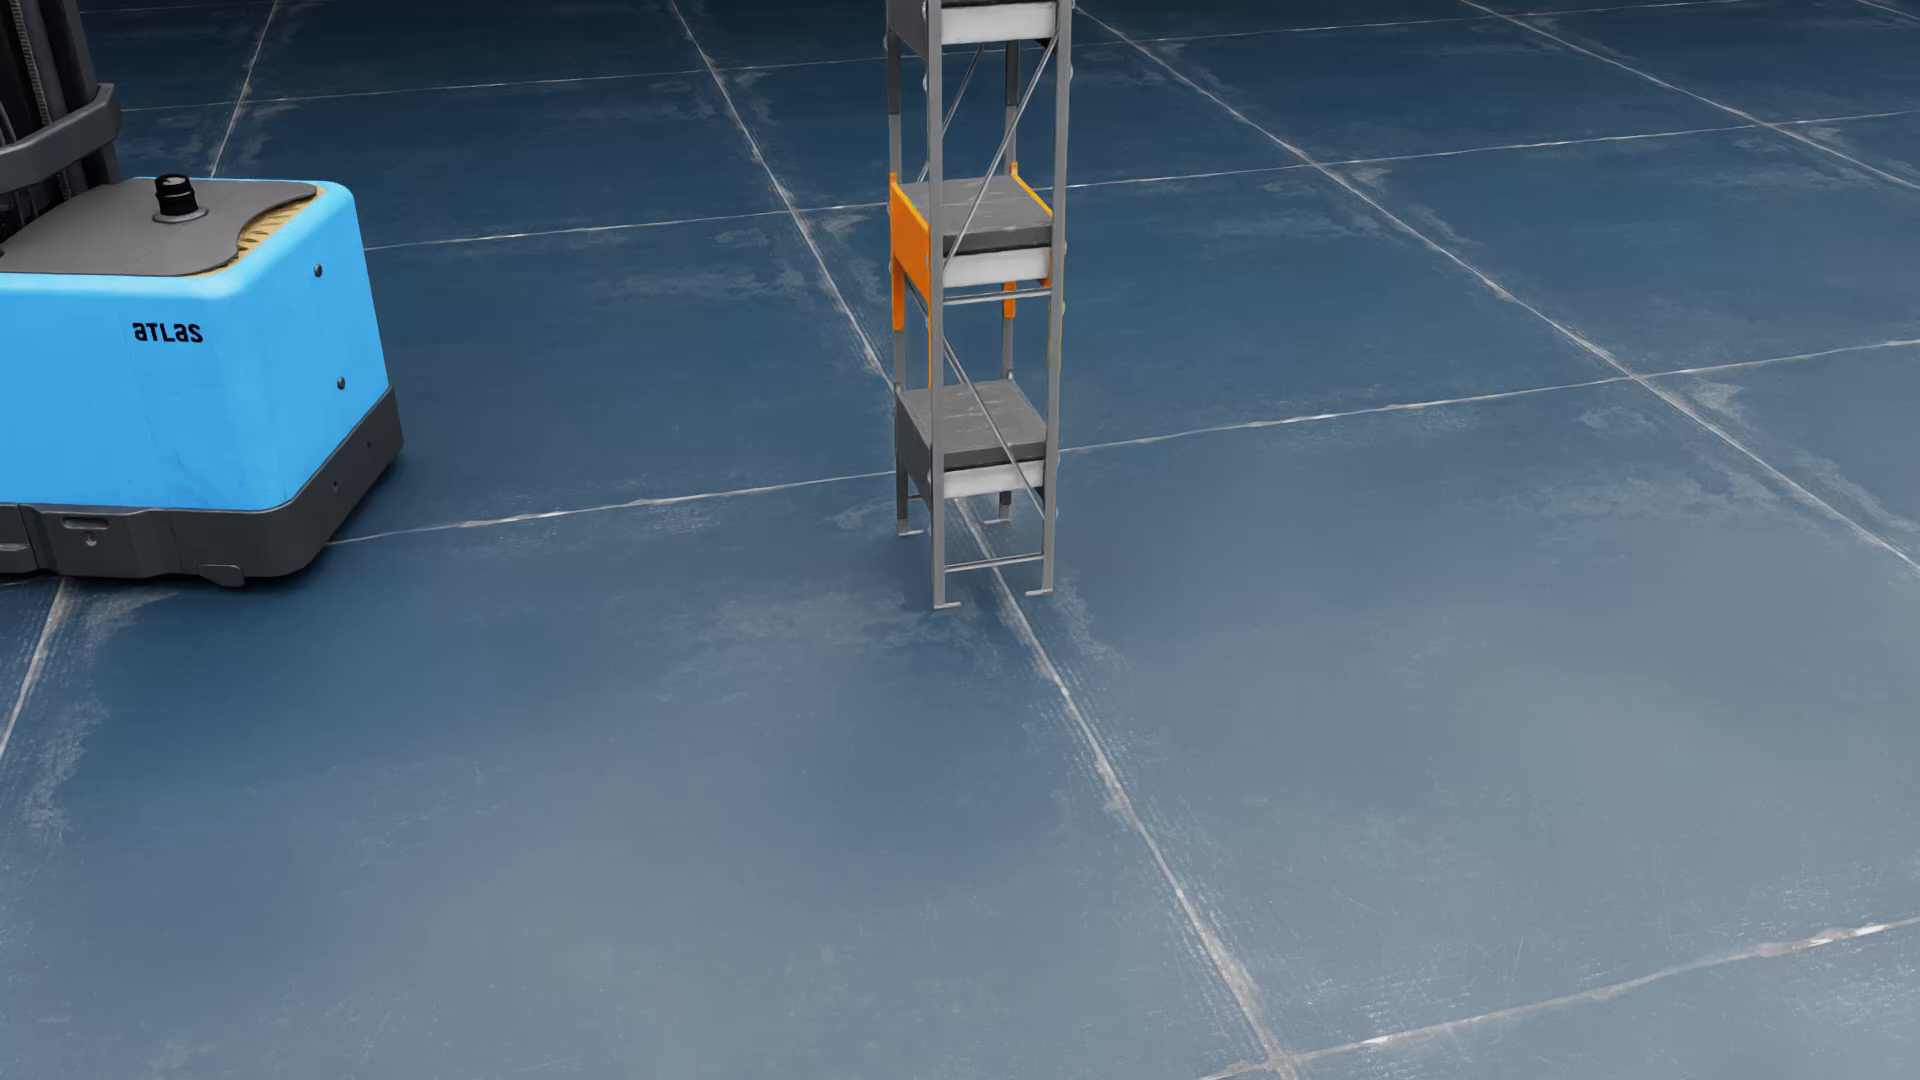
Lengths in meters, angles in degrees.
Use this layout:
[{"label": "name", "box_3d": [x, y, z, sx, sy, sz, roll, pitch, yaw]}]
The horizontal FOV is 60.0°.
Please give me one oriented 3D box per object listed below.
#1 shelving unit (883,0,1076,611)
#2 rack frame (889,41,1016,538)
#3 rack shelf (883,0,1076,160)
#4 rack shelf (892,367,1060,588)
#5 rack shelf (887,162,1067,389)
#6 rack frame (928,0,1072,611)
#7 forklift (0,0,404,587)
[{"label": "shelving unit", "box_3d": [0.044, -0.829, 5.086, 0.431, 2.100, 0.503, -8, 31, -13]}, {"label": "rack frame", "box_3d": [-0.021, -0.947, 5.289, 0.400, 2.100, 0.015, -8, 31, -13]}, {"label": "rack shelf", "box_3d": [0.044, -1.423, 4.742, 0.431, 0.518, 0.480, -8, 31, -13]}, {"label": "rack shelf", "box_3d": [0.044, -0.211, 5.443, 0.431, 0.518, 0.480, -8, 31, -13]}, {"label": "rack shelf", "box_3d": [0.044, -0.817, 5.093, 0.431, 0.518, 0.480, -8, 31, -13]}, {"label": "rack frame", "box_3d": [0.109, -0.711, 4.882, 0.400, 2.100, 0.015, -8, 31, -13]}, {"label": "forklift", "box_3d": [-3.621, -1.397, 5.237, 3.031, 2.935, 1.130, 2, 30, 3]}]
